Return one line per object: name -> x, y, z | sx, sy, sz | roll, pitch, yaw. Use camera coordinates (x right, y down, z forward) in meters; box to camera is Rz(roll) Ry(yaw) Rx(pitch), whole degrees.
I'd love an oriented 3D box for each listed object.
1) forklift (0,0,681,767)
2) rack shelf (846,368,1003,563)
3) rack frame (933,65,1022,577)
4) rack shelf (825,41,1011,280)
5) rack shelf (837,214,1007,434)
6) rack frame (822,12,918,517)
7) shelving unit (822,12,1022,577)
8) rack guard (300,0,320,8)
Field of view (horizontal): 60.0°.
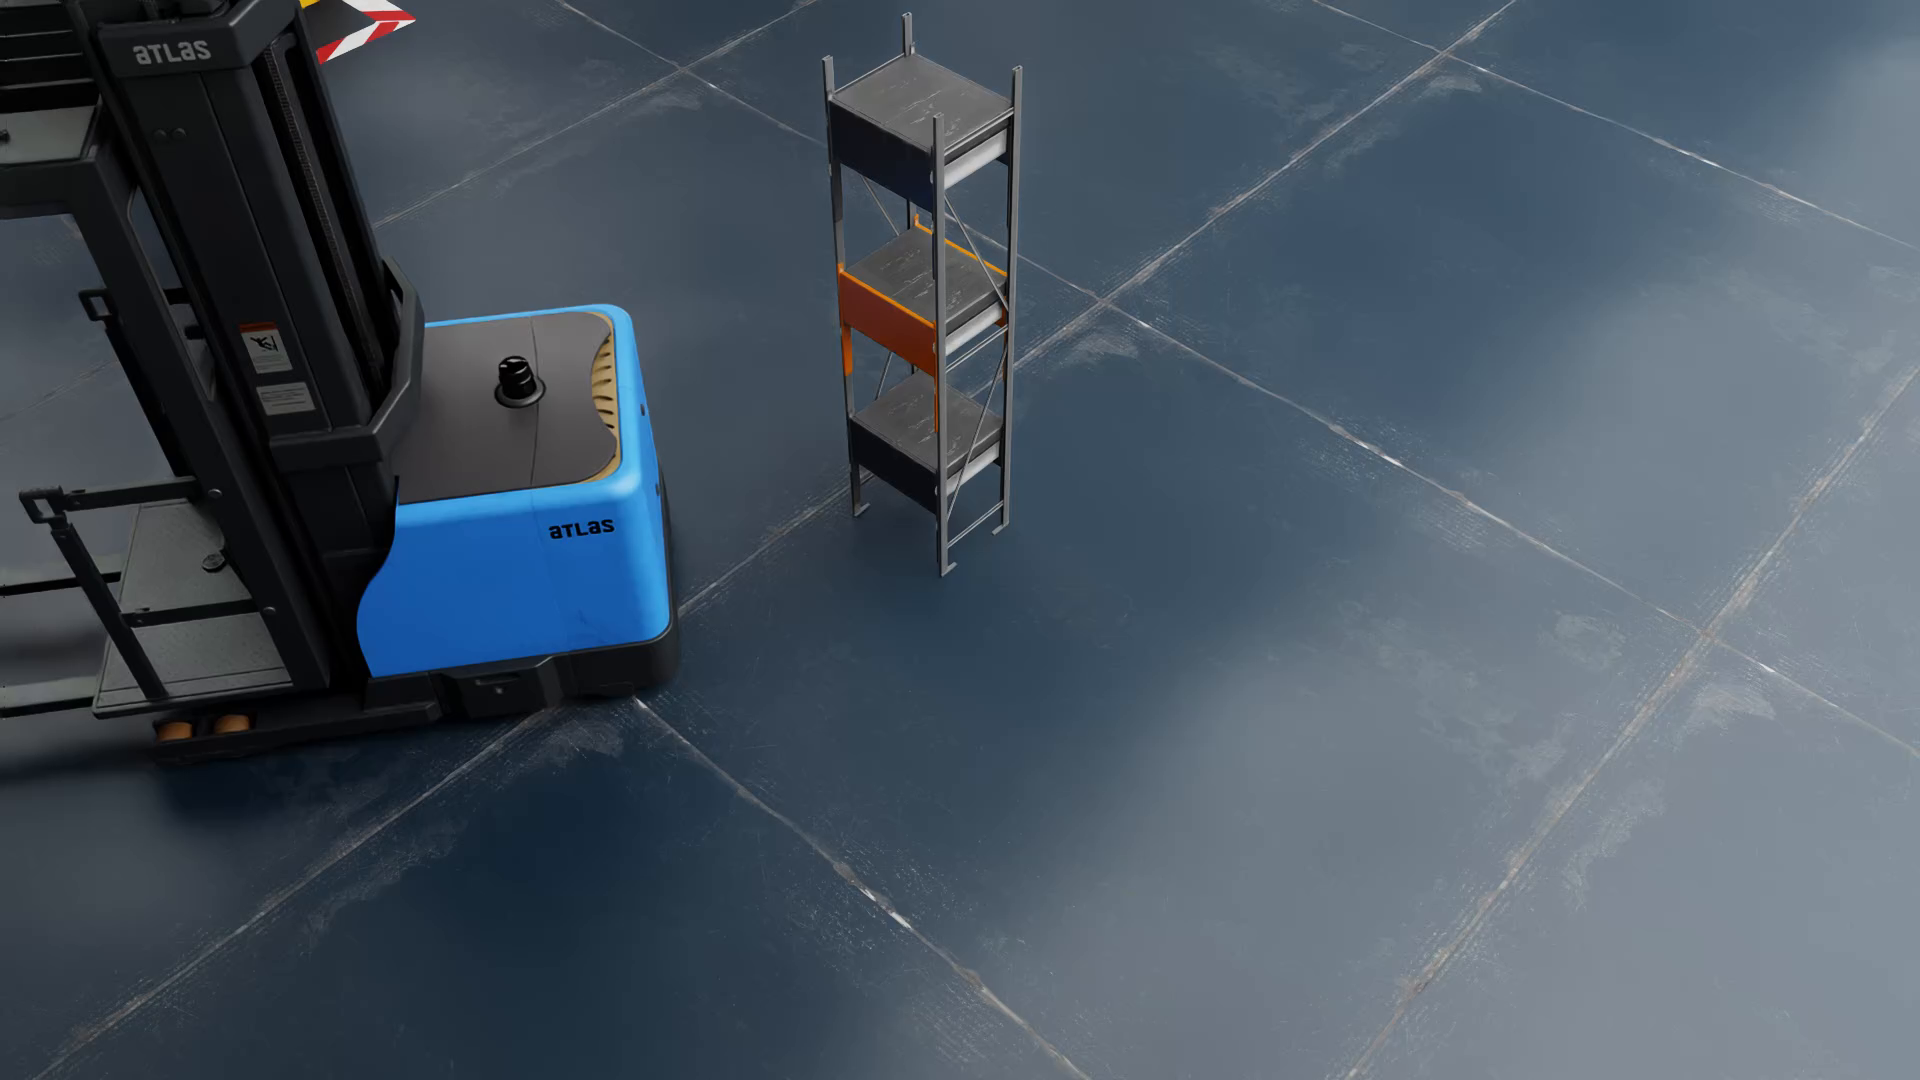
forklift -> -2.609, -0.613, 5.315 | 3.031, 2.935, 1.130 | -7, 47, -7
rack shelf -> -0.122, -0.312, 6.582 | 0.480, 0.518, 0.431 | 34, 55, 28
rack frame -> 0.058, -0.680, 5.948 | 0.015, 2.100, 0.400 | 34, 55, 28
rack shelf -> -0.122, -1.270, 5.561 | 0.480, 0.518, 0.431 | 34, 55, 28
rack shelf -> -0.122, -0.791, 6.071 | 0.480, 0.518, 0.431 | 34, 55, 28
rack frame -> -0.301, -0.921, 6.175 | 0.015, 2.100, 0.400 | 34, 55, 28
shelving unit -> -0.122, -0.801, 6.061 | 0.503, 2.100, 0.431 | 34, 55, 28
rack guard -> -4.139, -3.171, 9.384 | 0.348, 0.500, 1.175 | 34, 55, 28
